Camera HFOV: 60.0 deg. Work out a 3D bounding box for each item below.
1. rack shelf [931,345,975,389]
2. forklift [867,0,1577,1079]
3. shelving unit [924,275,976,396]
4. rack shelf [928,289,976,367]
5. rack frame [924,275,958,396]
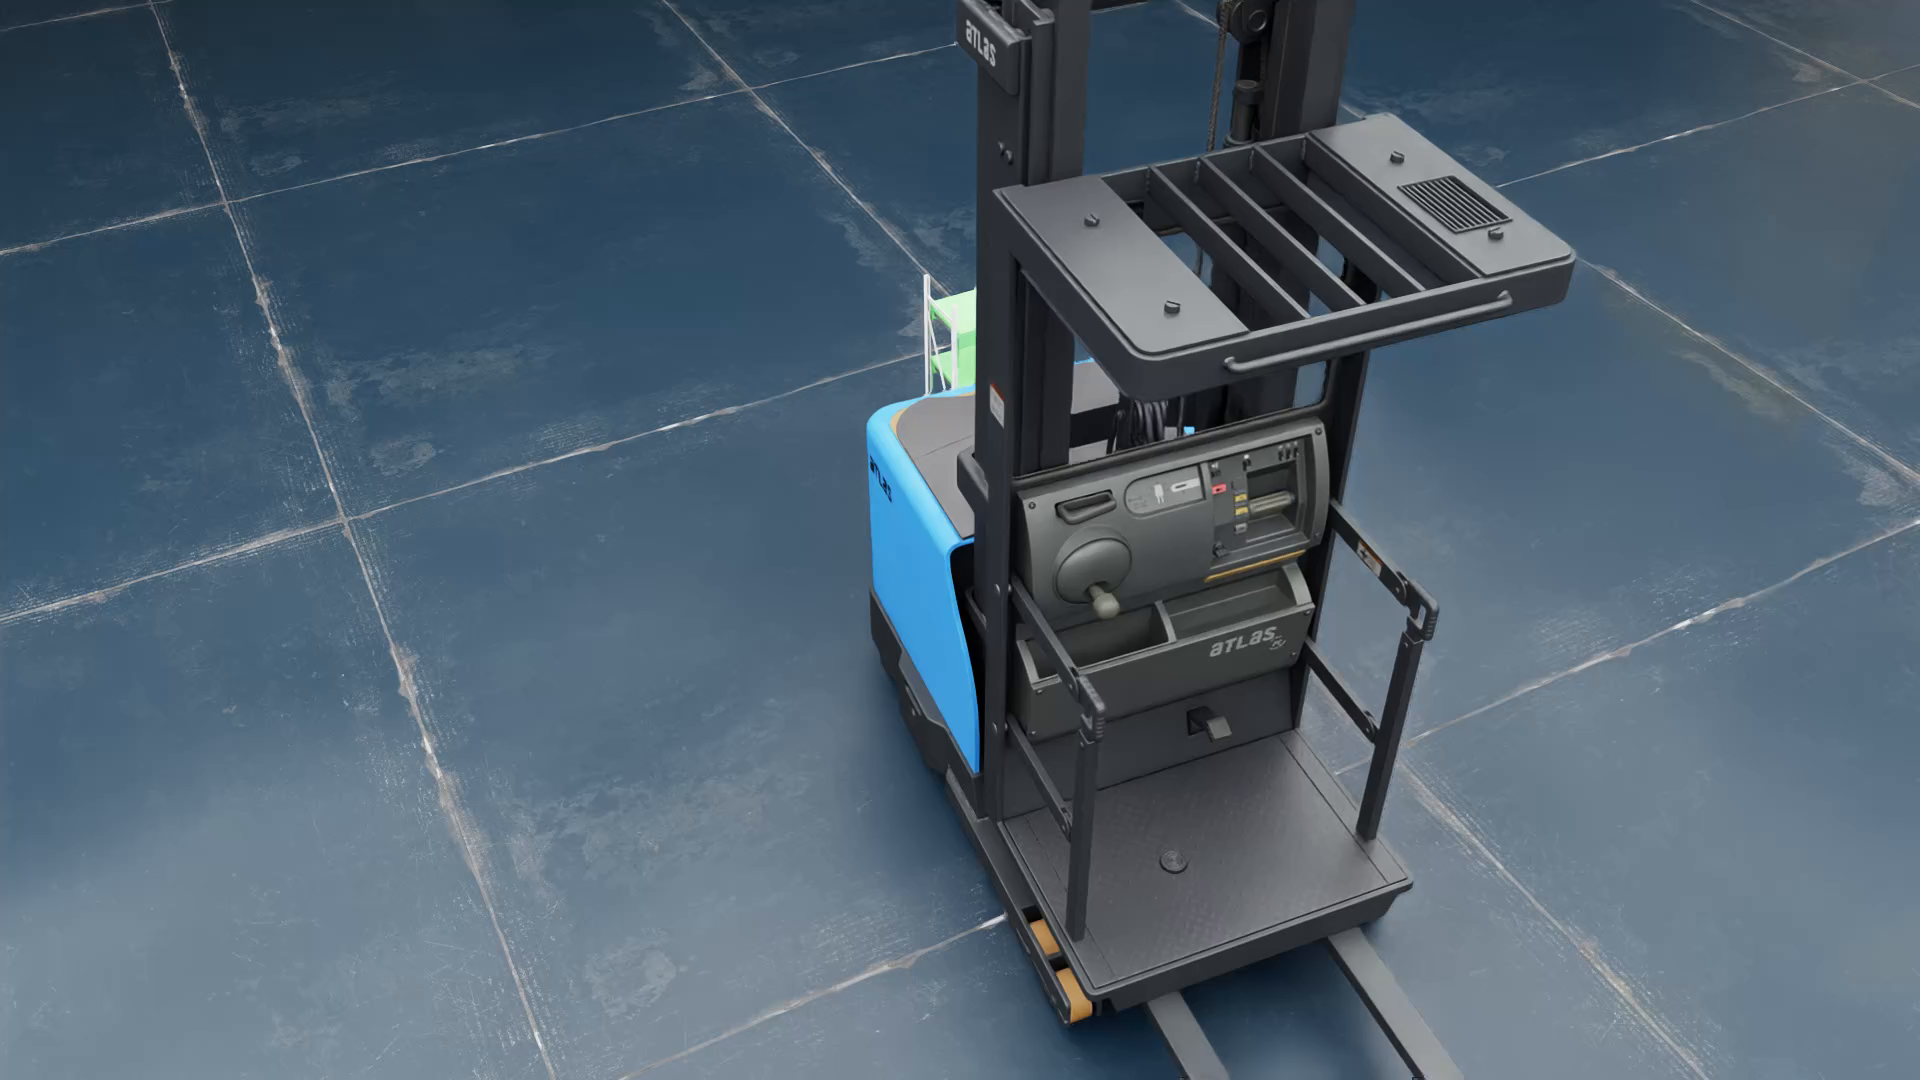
[{"bbox_3d":[0.147,-0.642,6.307,0.480,0.148,0.258,-19,44,-21],"label":"rack shelf"},{"bbox_3d":[0.691,0.023,4.454,1.130,2.935,3.031,-15,42,-17],"label":"forklift"},{"bbox_3d":[0.147,-0.507,6.421,0.503,1.200,0.258,-19,44,-21],"label":"shelving unit"},{"bbox_3d":[0.147,-0.825,6.152,0.480,0.148,0.258,-19,44,-21],"label":"rack shelf"},{"bbox_3d":[-0.070,-0.435,6.335,0.015,1.200,0.240,-19,44,-21],"label":"rack frame"}]
